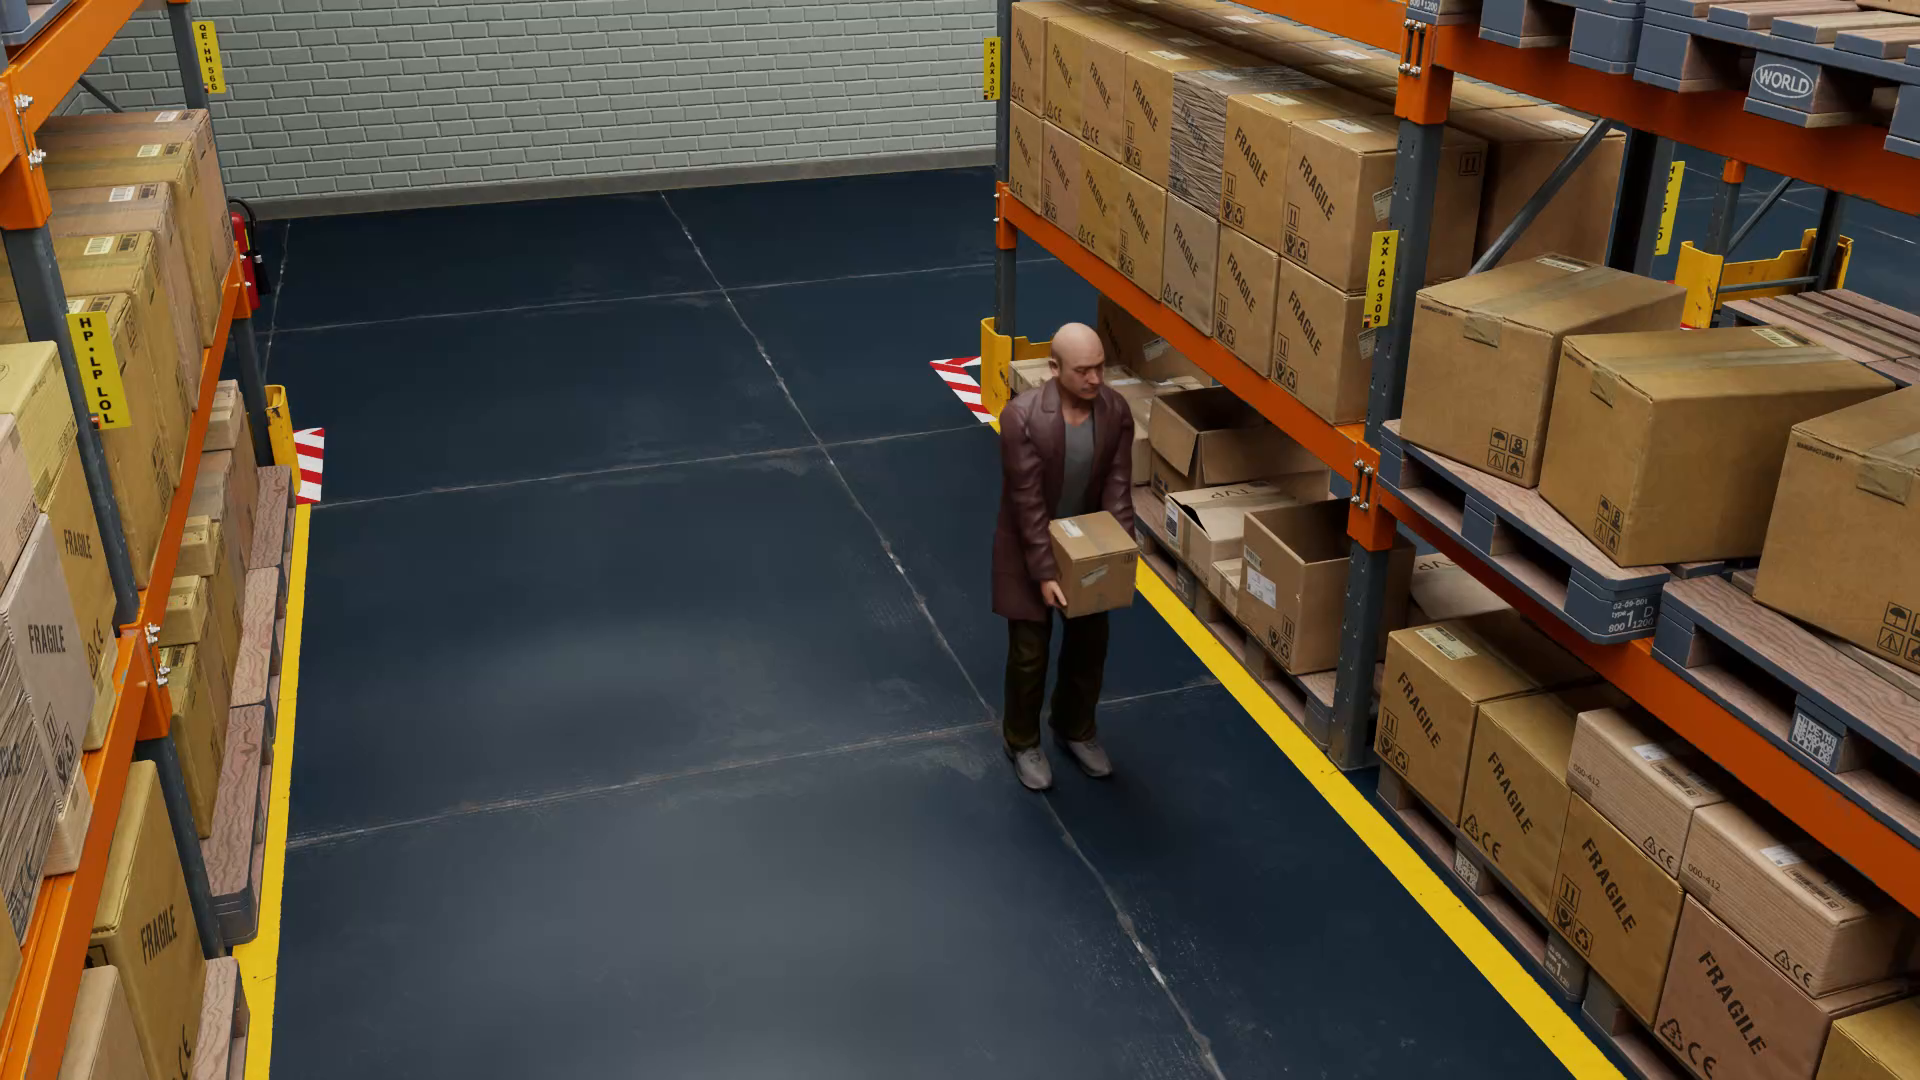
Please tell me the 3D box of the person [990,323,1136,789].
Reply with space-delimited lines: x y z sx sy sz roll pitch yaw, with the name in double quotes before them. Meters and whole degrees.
"person" 0.383 0.074 5.995 0.525 1.770 0.584 -10 28 -20
